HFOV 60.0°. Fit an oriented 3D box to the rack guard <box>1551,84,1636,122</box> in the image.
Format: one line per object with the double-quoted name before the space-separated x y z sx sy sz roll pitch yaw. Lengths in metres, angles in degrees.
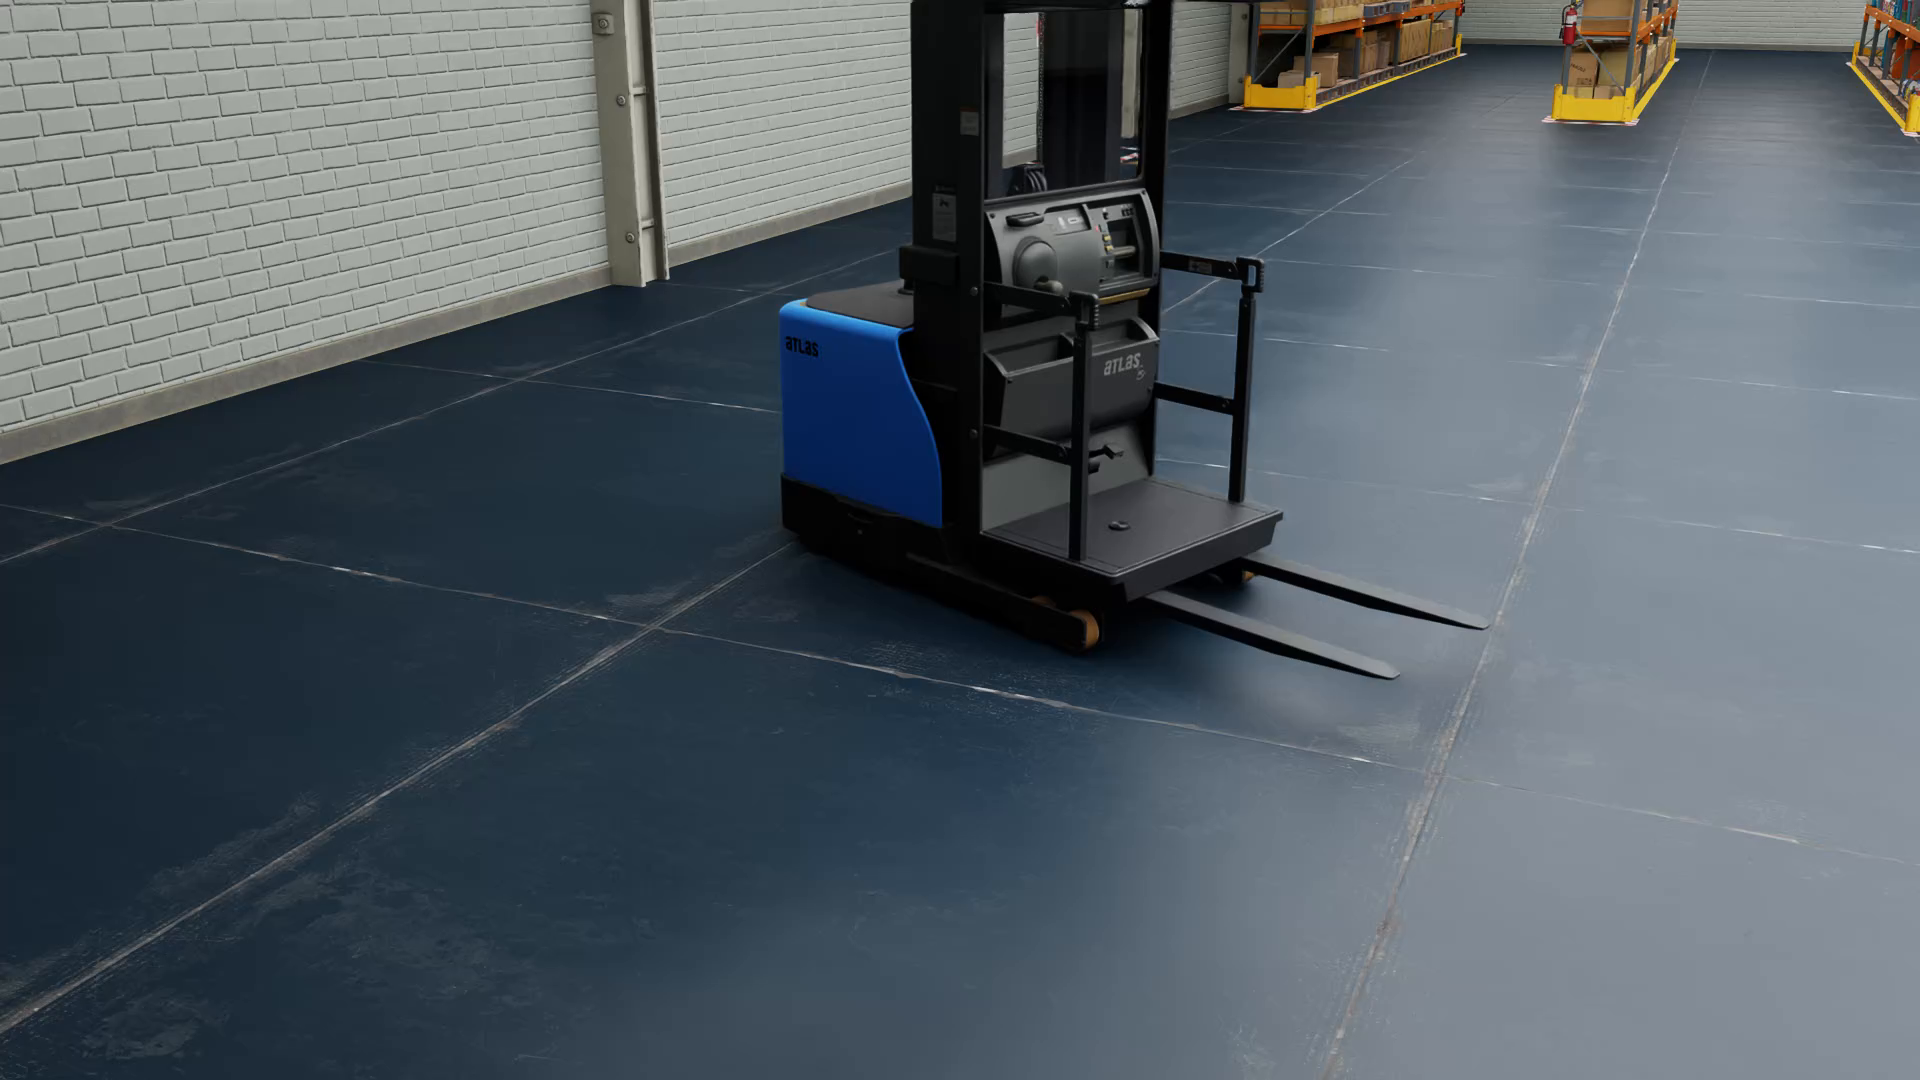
"rack guard" 9.828 -6.786 25.804 1.175 0.500 0.348 9 21 23

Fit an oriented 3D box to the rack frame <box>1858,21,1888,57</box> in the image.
"rack frame" 20.907 -12.181 37.245 1.000 3.000 0.127 9 21 23

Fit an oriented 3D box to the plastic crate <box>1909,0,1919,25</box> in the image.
"plastic crate" 15.912 -8.733 27.453 0.402 0.464 0.583 9 21 23

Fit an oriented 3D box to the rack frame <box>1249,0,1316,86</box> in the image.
"rack frame" 5.317 -8.650 27.314 1.000 3.000 0.127 9 21 23

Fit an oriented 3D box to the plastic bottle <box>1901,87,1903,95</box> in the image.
"plastic bottle" 15.421 -7.334 27.133 0.097 0.201 0.097 0 20 0

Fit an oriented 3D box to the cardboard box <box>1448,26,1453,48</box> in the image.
"cardboard box" 11.673 -12.333 40.775 0.700 0.500 0.500 9 21 23

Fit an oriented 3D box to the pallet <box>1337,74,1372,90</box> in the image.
"pallet" 7.272 -8.797 31.889 1.003 0.211 1.213 9 21 23

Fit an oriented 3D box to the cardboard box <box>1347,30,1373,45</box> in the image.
"cardboard box" 7.849 -9.927 32.861 0.500 0.250 0.500 8 21 22

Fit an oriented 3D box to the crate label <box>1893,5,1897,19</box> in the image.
"crate label" 17.117 -9.580 30.179 0.303 0.233 0.416 9 21 23

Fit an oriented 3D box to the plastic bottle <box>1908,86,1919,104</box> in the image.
"plastic bottle" 14.836 -6.909 25.828 0.152 0.276 0.135 9 21 23

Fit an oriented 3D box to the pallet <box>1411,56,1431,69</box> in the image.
"pallet" 9.984 -10.758 37.404 1.003 0.211 1.213 9 21 23

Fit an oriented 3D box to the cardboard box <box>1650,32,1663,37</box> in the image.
"cardboard box" 15.516 -11.246 37.682 0.797 0.503 0.637 9 21 23

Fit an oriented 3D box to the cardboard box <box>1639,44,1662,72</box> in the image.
"cardboard box" 13.561 -9.546 32.909 0.500 0.500 0.500 10 22 25

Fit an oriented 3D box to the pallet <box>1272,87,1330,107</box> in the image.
"pallet" 5.713 -7.603 28.531 1.003 0.211 1.213 9 21 23

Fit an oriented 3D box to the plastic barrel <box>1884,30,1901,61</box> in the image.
"plastic barrel" 18.741 -9.787 33.018 0.600 0.901 0.708 9 21 23

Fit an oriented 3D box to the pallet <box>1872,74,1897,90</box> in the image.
"pallet" 17.916 -8.669 31.529 1.003 0.211 1.213 9 21 23

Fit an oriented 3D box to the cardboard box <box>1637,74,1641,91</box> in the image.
"cardboard box" 11.485 -7.924 28.752 0.500 0.250 0.500 9 21 23

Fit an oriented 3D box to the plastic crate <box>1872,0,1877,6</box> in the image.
"plastic crate" 19.844 -11.606 35.788 0.416 0.233 0.300 9 21 23

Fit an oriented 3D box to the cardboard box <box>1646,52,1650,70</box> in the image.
"cardboard box" 12.082 -8.605 29.828 0.500 0.311 0.500 8 21 22

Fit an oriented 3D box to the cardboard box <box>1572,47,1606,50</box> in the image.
"cardboard box" 10.388 -7.892 27.541 0.500 0.500 0.500 9 21 23

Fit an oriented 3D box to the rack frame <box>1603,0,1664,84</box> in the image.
"rack frame" 13.114 -10.417 32.282 1.000 3.000 0.127 9 21 23

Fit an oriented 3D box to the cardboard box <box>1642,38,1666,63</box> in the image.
"cardboard box" 14.601 -10.329 35.109 0.500 0.500 0.500 9 21 23

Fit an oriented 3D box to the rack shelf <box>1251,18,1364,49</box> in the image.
"rack shelf" 6.136 -8.922 29.154 1.077 0.370 4.000 9 21 23

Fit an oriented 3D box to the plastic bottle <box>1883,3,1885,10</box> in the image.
"plastic bottle" 18.645 -10.733 33.468 0.097 0.201 0.097 0 20 0

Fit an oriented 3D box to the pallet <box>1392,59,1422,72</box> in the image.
"pallet" 9.485 -10.384 36.351 1.003 0.211 1.213 9 21 23

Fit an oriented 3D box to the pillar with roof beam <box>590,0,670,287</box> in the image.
"pillar with roof beam" 1.371 -5.716 10.111 9.100 9.000 0.400 9 21 23

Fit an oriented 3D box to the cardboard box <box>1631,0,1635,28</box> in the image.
"cardboard box" 10.251 -8.320 26.239 0.700 0.500 0.500 9 22 24

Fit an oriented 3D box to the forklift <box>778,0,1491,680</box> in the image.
"forklift" 0.600 -1.149 6.326 1.130 2.935 3.031 -18 27 -42

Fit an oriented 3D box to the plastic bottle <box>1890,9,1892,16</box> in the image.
"plastic bottle" 17.765 -10.077 31.623 0.097 0.201 0.097 0 20 0

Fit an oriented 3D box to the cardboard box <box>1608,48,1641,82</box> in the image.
"cardboard box" 10.877 -7.818 27.334 0.500 0.500 0.500 9 21 23

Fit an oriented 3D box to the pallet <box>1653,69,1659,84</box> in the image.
"pallet" 13.454 -9.326 33.377 1.003 0.211 1.213 9 21 23

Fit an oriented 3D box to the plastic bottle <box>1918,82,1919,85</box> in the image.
"plastic bottle" 15.335 -7.184 26.608 0.097 0.271 0.097 0 20 0

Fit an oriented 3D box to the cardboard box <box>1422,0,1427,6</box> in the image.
"cardboard box" 10.067 -11.825 36.587 0.380 0.149 0.250 9 21 23

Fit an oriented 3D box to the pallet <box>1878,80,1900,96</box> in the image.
"pallet" 17.279 -8.190 30.184 1.003 0.211 1.213 9 21 23

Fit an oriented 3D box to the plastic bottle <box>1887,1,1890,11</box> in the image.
"plastic bottle" 18.186 -10.423 32.493 0.097 0.271 0.097 0 20 0

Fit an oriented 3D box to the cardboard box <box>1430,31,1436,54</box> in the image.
"cardboard box" 10.631 -11.553 38.580 0.700 0.500 0.500 9 21 23

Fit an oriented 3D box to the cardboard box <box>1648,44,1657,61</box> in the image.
"cardboard box" 13.124 -9.389 32.034 0.500 0.311 0.500 9 22 24

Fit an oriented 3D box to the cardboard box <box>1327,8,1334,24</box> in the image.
"cardboard box" 6.006 -8.855 28.084 0.500 0.250 0.500 8 21 21

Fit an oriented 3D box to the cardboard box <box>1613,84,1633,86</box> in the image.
"cardboard box" 10.462 -7.160 26.603 0.500 0.250 0.500 9 21 23

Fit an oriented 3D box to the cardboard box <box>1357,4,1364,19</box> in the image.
"cardboard box" 7.038 -9.625 30.250 0.500 0.250 0.500 9 21 23

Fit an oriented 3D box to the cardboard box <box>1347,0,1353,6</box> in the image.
"cardboard box" 6.628 -9.672 29.263 0.500 0.500 0.500 8 21 21

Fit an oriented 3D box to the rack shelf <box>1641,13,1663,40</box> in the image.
"rack shelf" 12.295 -9.466 30.684 1.077 0.370 4.000 9 21 23

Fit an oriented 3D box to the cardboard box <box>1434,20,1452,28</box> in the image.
"cardboard box" 11.683 -12.496 40.266 0.380 0.149 0.250 9 22 24

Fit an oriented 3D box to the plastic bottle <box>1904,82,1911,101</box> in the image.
"plastic bottle" 15.101 -7.148 26.489 0.061 0.283 0.133 10 22 25

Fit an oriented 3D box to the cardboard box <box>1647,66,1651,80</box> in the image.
"cardboard box" 12.496 -8.656 30.808 0.500 0.250 0.500 9 21 24

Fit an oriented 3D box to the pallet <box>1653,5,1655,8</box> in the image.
"pallet" 14.325 -11.320 35.108 1.003 0.211 1.213 9 21 23

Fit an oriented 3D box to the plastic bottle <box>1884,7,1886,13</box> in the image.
"plastic bottle" 18.430 -10.573 33.018 0.097 0.201 0.097 0 20 0

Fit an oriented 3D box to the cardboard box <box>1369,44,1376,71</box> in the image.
"cardboard box" 7.851 -9.600 33.061 0.700 0.500 0.500 8 21 22

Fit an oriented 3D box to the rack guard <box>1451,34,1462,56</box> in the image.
"rack guard" 11.879 -12.370 41.506 1.175 0.500 0.348 9 21 23
